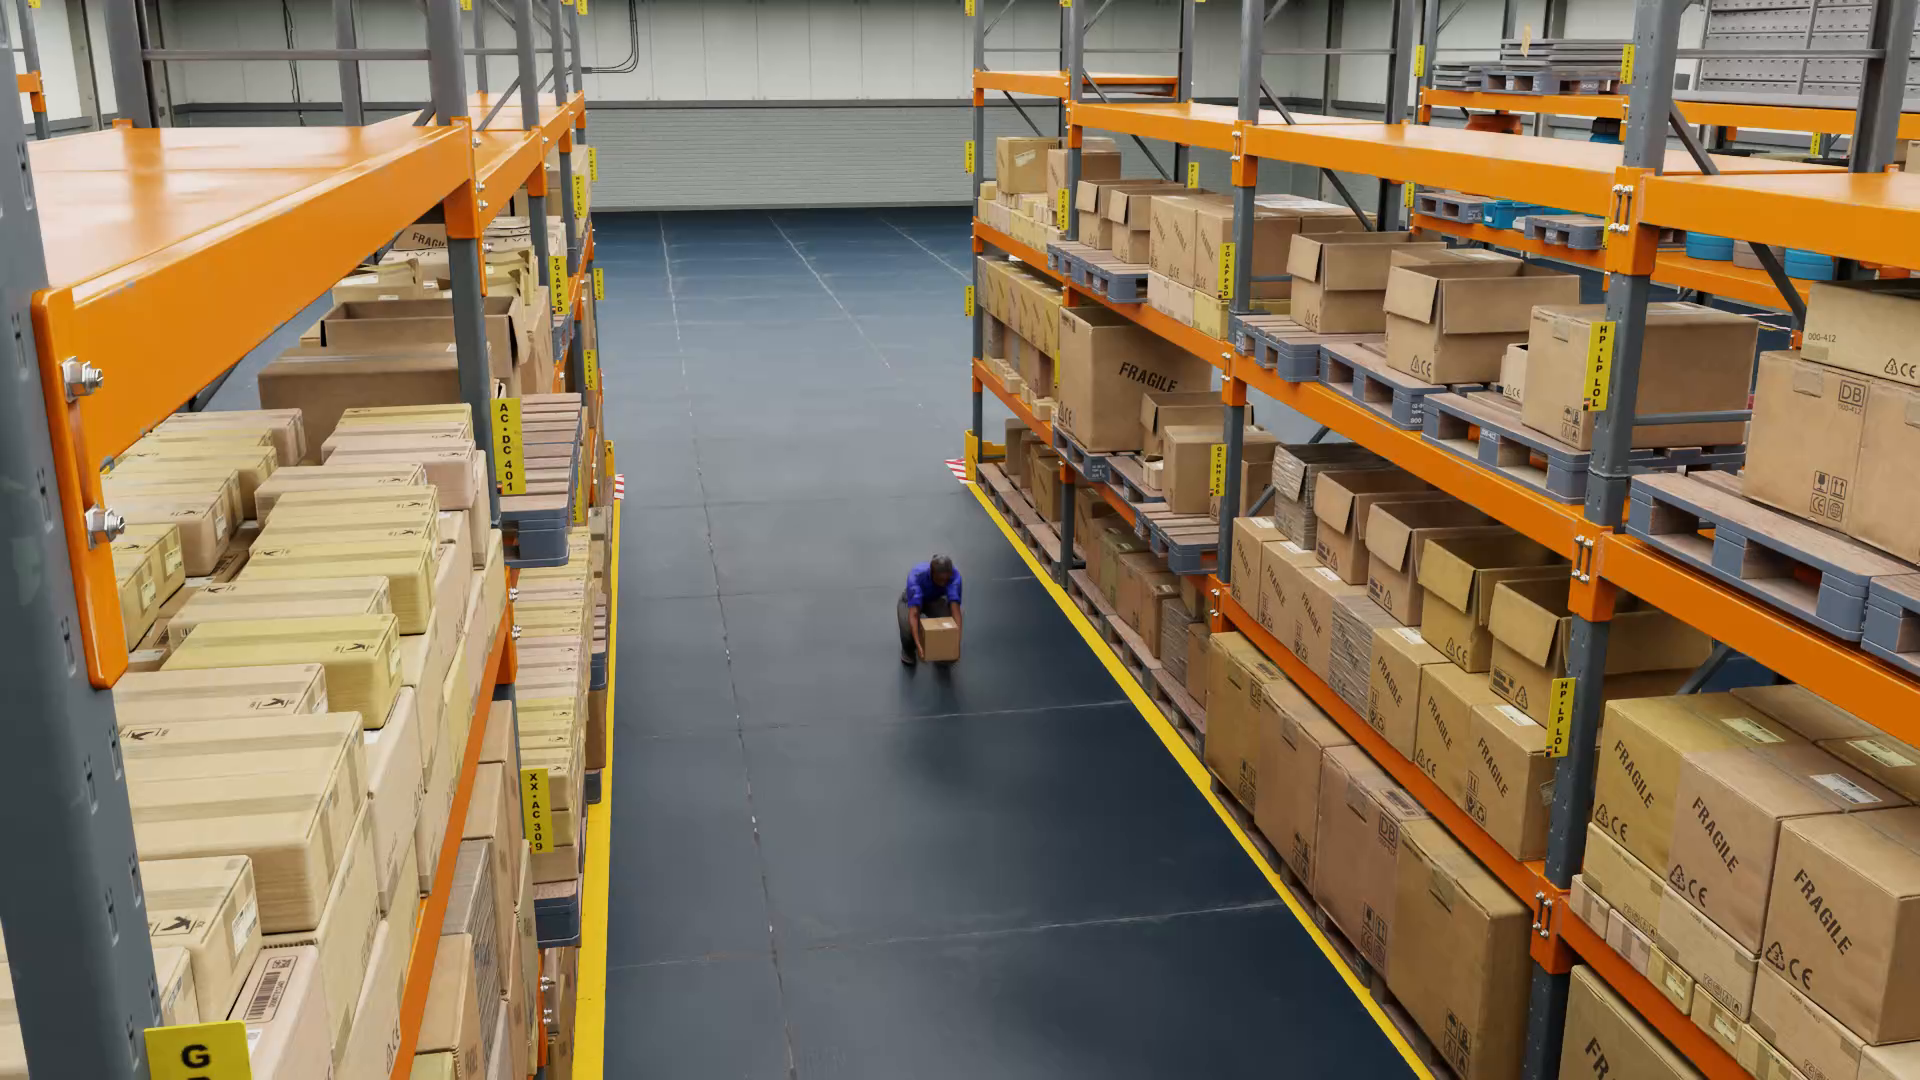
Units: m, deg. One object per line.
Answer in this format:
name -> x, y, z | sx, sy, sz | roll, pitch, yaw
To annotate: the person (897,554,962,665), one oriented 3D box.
person -> -0.227, 0.514, 12.604 | 0.468, 0.942, 0.844 | -3, 17, -11
